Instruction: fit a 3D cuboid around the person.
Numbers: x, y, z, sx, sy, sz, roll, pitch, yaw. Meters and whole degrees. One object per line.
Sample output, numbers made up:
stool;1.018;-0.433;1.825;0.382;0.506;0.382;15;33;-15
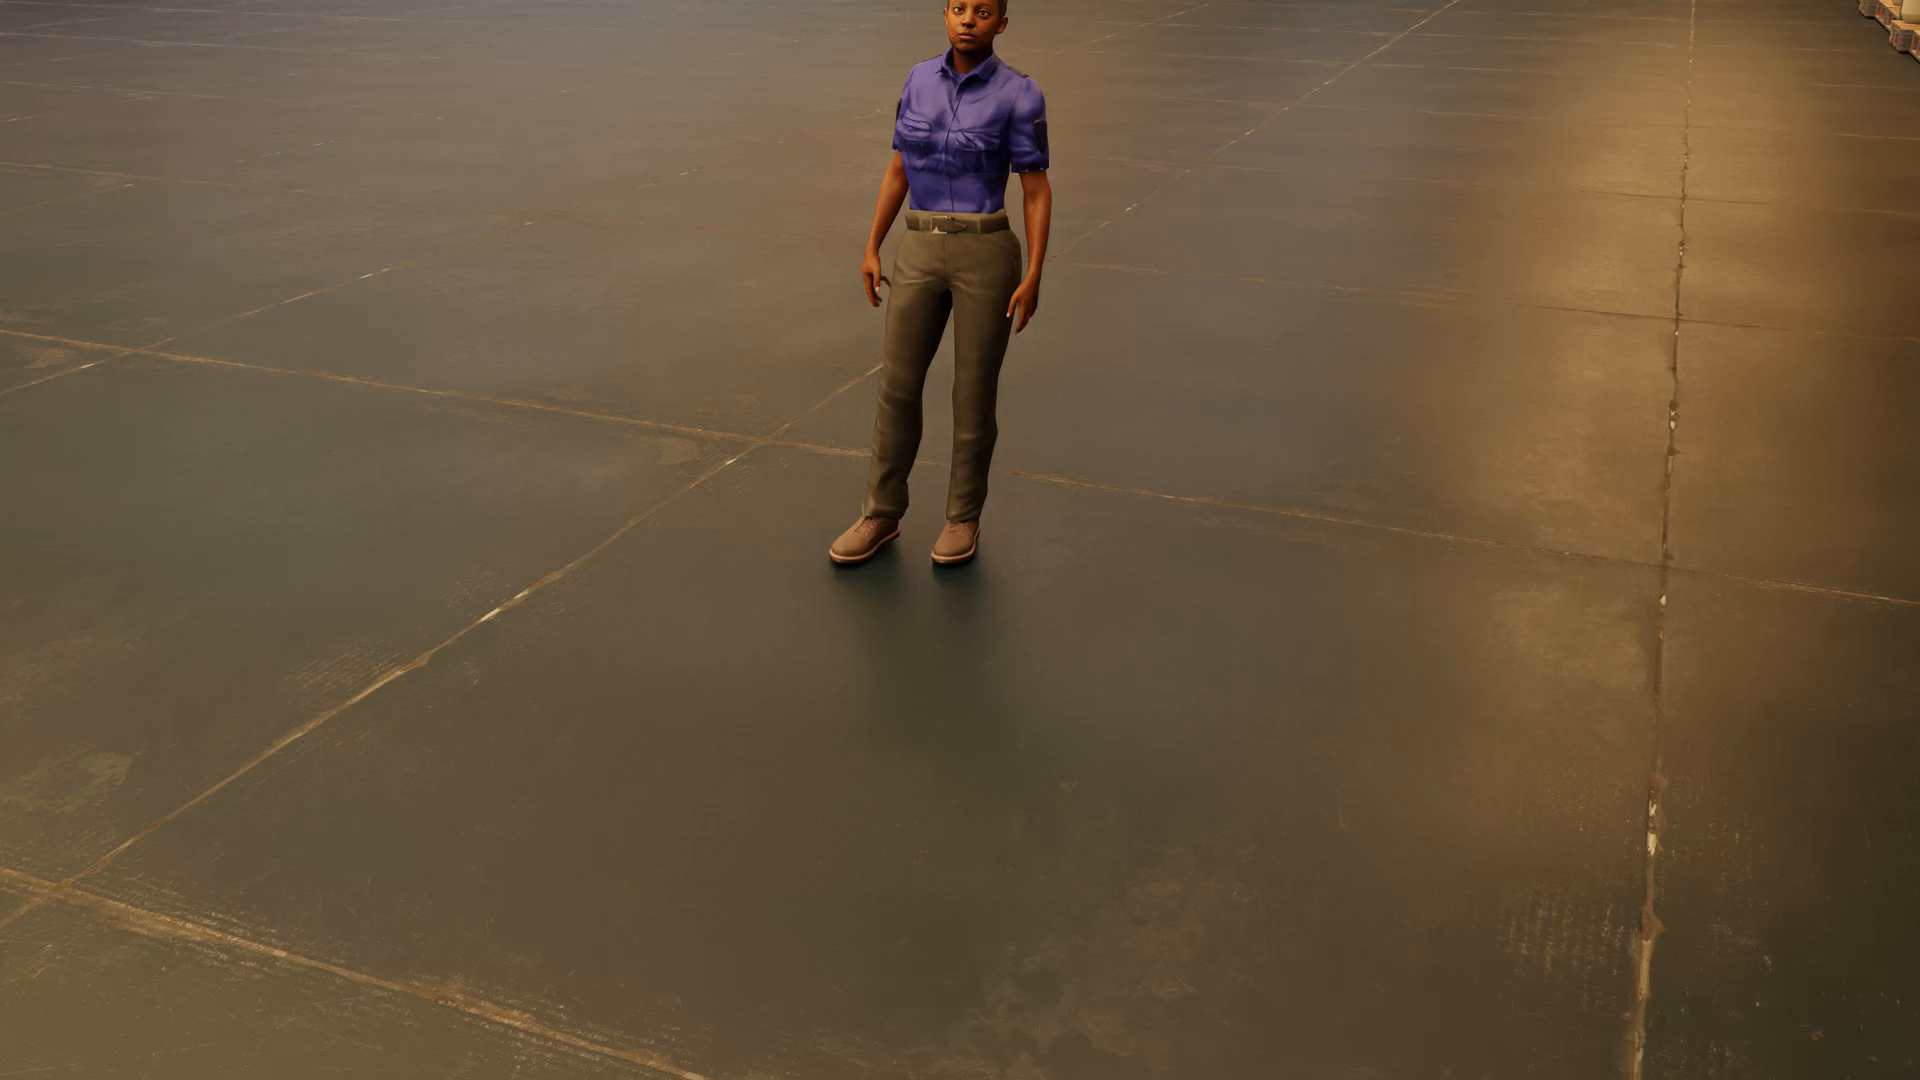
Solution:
person;-0.052;-0.742;4.703;0.569;1.656;0.503;9;24;21
